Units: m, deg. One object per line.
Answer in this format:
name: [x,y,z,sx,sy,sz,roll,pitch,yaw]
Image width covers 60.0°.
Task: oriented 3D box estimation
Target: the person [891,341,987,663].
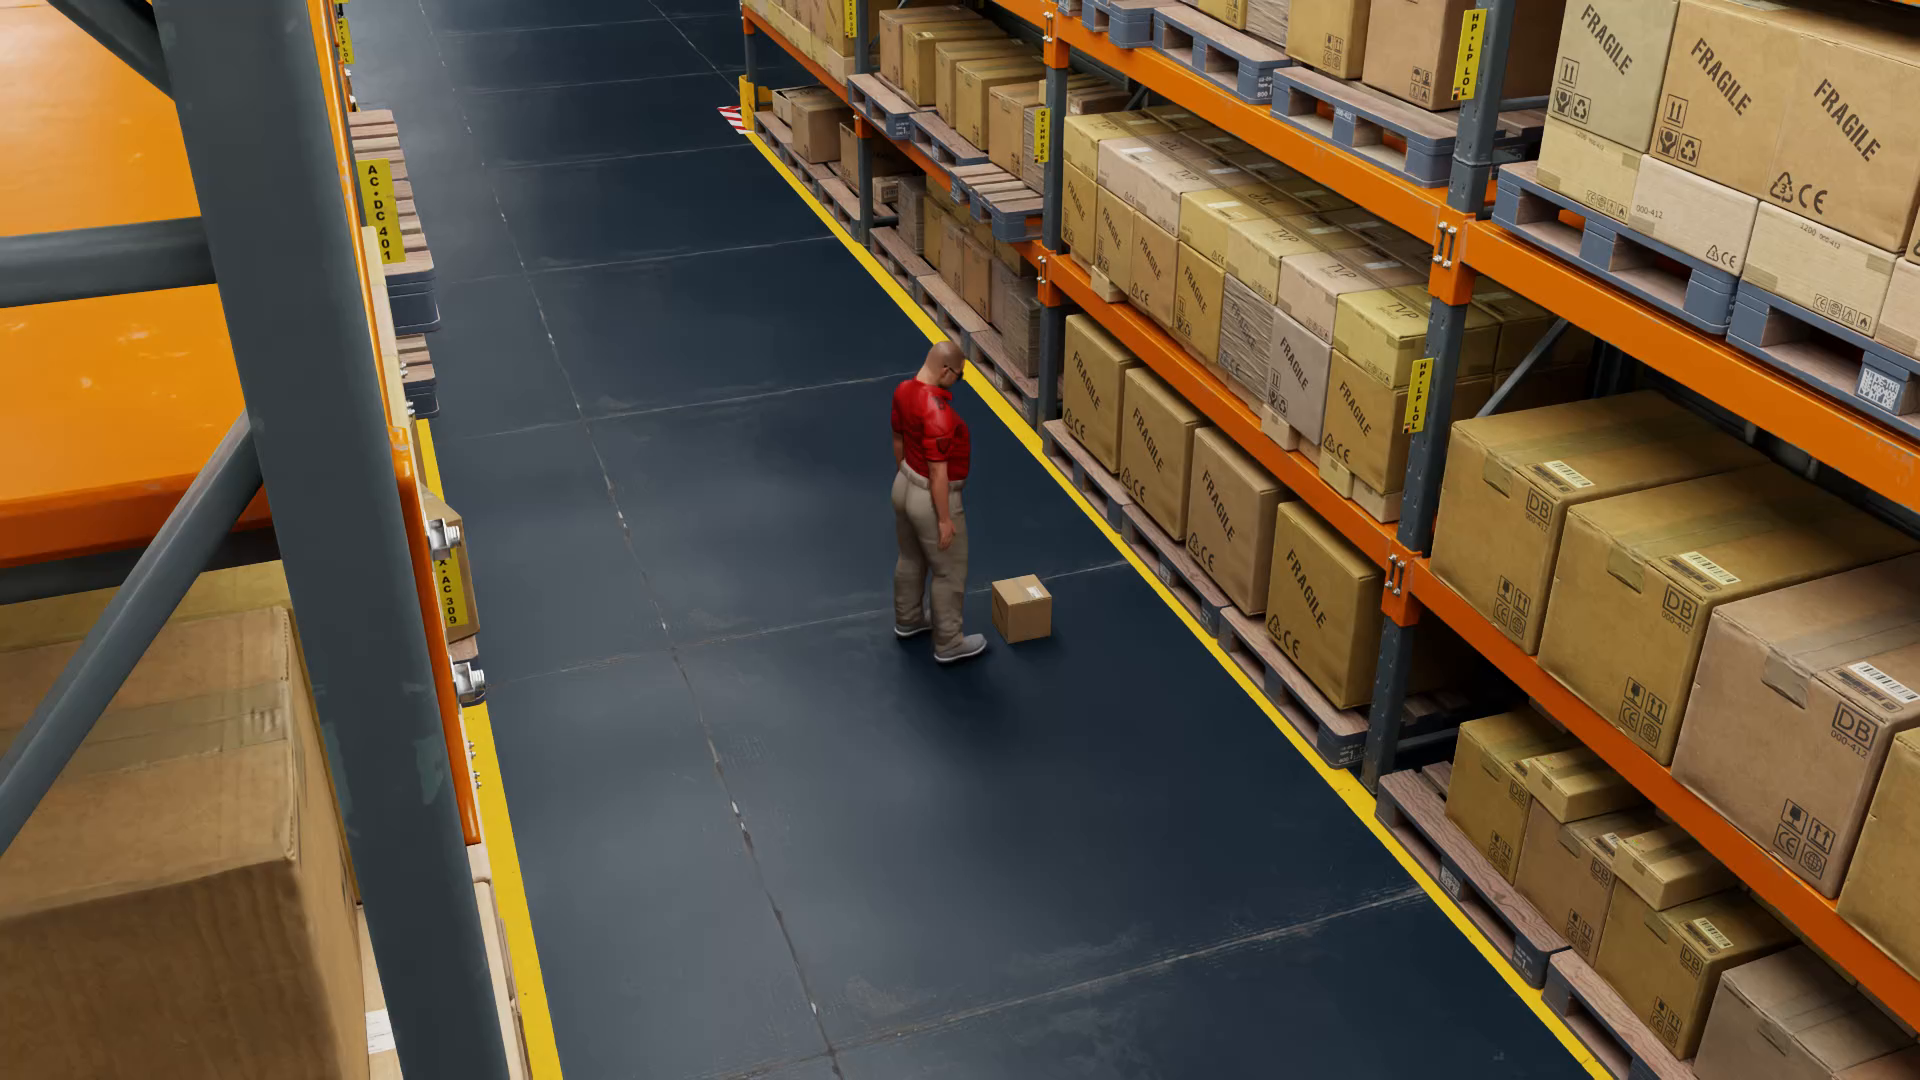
person: [-0.119,-0.206,8.478,0.424,1.710,0.580,-14,33,-24]
